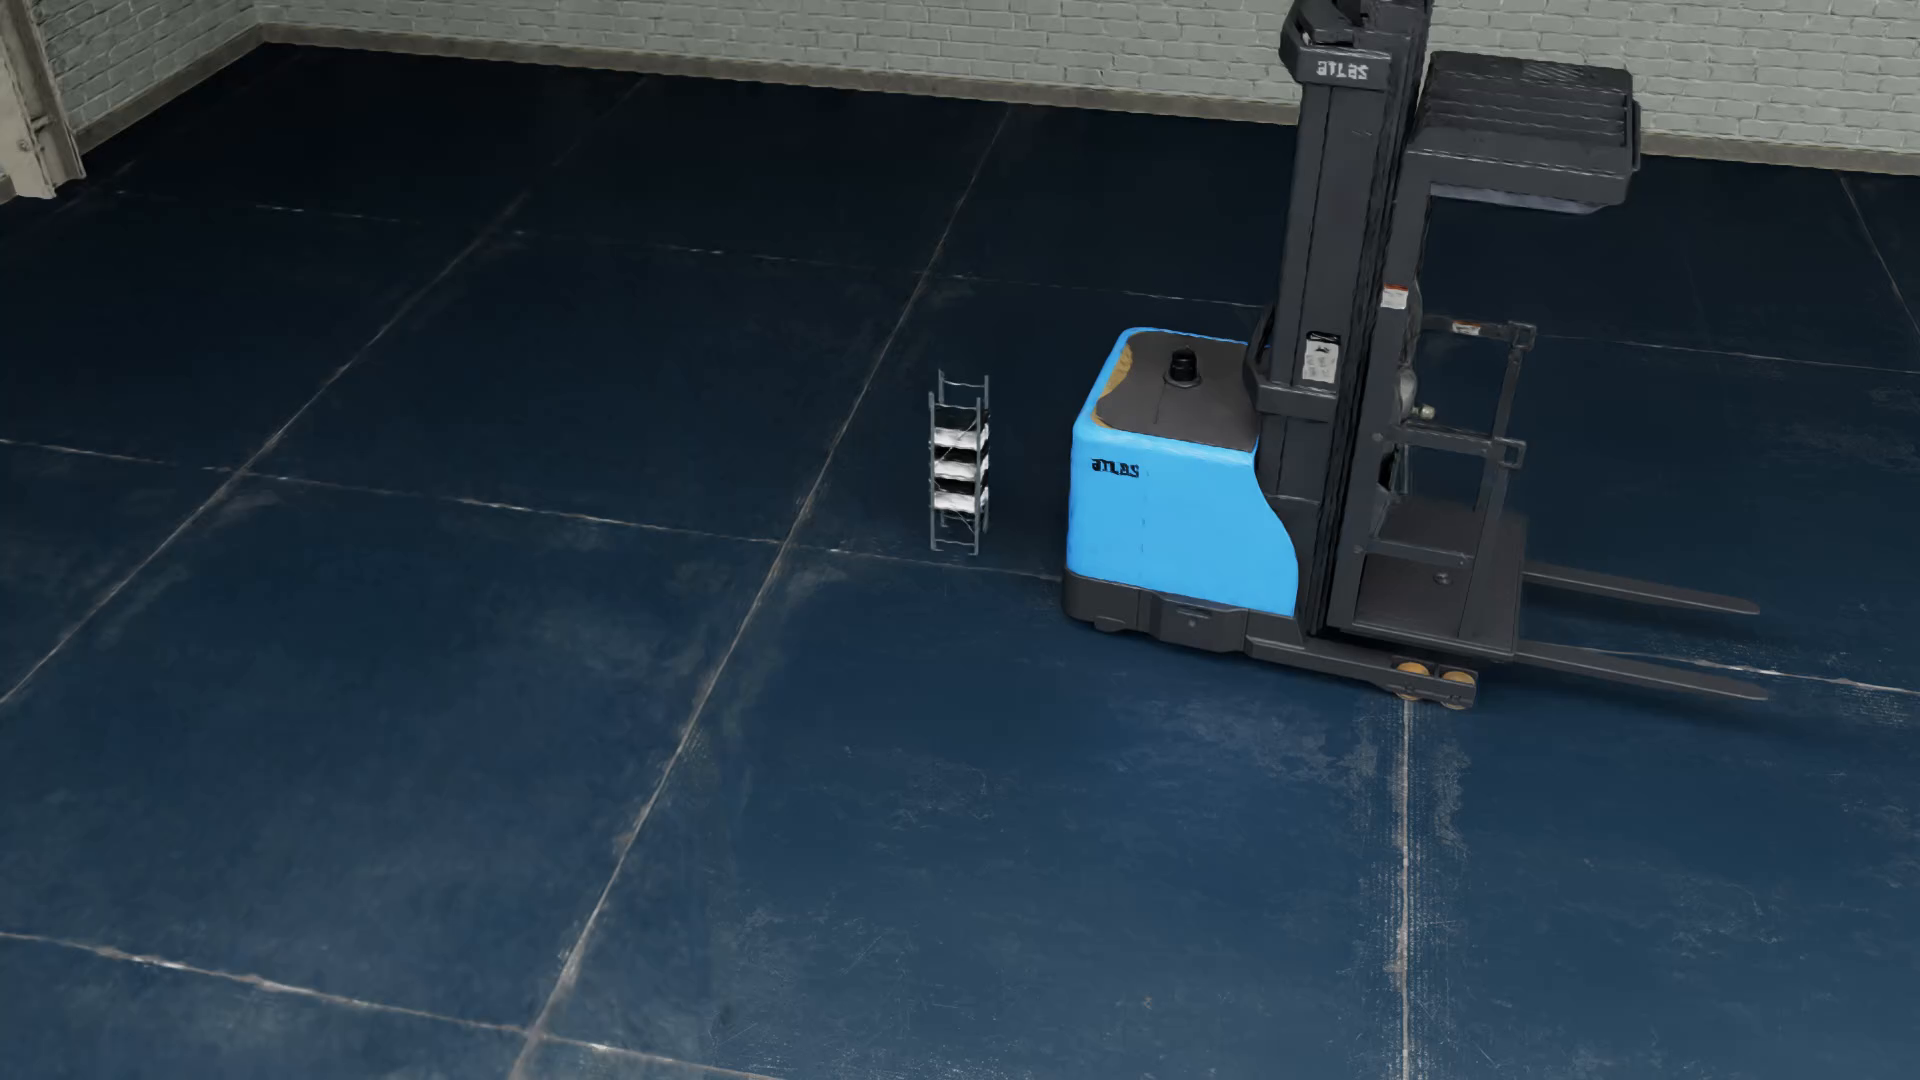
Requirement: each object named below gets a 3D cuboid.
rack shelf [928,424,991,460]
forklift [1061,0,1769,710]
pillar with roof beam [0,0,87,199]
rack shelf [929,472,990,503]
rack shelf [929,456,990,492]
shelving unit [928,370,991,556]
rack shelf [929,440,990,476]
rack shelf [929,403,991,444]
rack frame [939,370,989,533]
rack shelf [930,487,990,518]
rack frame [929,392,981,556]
[{"bbox_3d":[-0.002,-0.478,7.893,0.258,0.077,0.200,7,37,10],"label":"rack shelf"},{"bbox_3d":[2.044,-0.801,6.858,3.031,2.935,1.130,11,37,15],"label":"forklift"},{"bbox_3d":[-2.187,-5.596,8.304,9.100,9.000,0.400,7,37,10],"label":"pillar with roof beam"},{"bbox_3d":[-0.002,-0.260,8.052,0.258,0.077,0.200,7,37,10],"label":"rack shelf"},{"bbox_3d":[-0.002,-0.333,7.999,0.258,0.077,0.200,7,37,10],"label":"rack shelf"},{"bbox_3d":[-0.002,-0.360,7.980,0.258,0.900,0.210,7,37,10],"label":"shelving unit"},{"bbox_3d":[-0.002,-0.406,7.946,0.258,0.077,0.200,7,37,10],"label":"rack shelf"},{"bbox_3d":[-0.002,-0.551,7.841,0.258,0.077,0.200,7,37,10],"label":"rack shelf"},{"bbox_3d":[0.020,-0.418,8.060,0.240,0.900,0.006,7,37,10],"label":"rack frame"},{"bbox_3d":[-0.002,-0.187,8.105,0.258,0.077,0.200,7,37,10],"label":"rack shelf"},{"bbox_3d":[-0.023,-0.301,7.899,0.240,0.900,0.006,7,37,10],"label":"rack frame"}]
